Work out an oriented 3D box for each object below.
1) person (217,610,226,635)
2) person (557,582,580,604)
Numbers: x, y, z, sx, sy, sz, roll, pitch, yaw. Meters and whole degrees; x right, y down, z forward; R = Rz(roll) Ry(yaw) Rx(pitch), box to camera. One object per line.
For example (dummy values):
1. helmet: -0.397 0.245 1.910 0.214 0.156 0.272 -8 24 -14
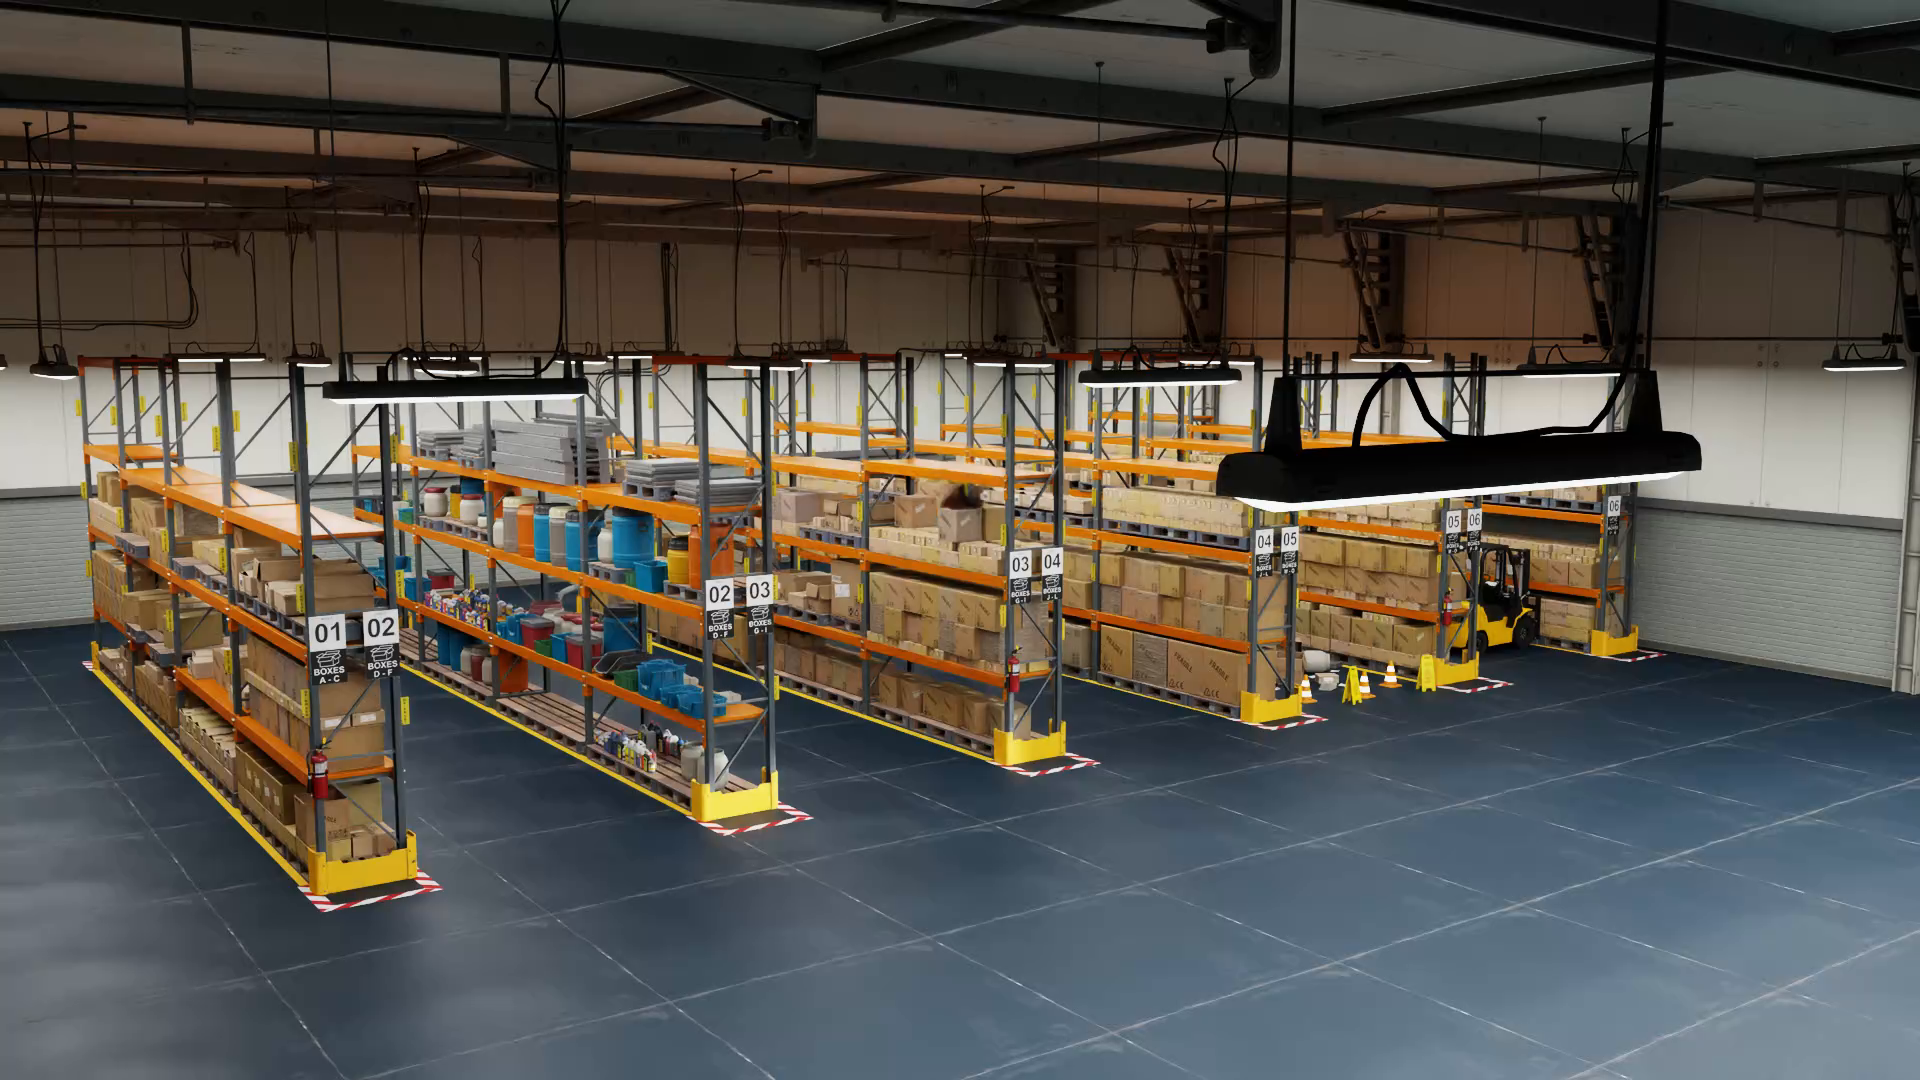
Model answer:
1. person: -15.345 1.311 34.331 0.629 1.808 0.469 -2 7 -18
2. person: -9.140 0.692 39.331 0.751 1.734 0.593 0 7 4
